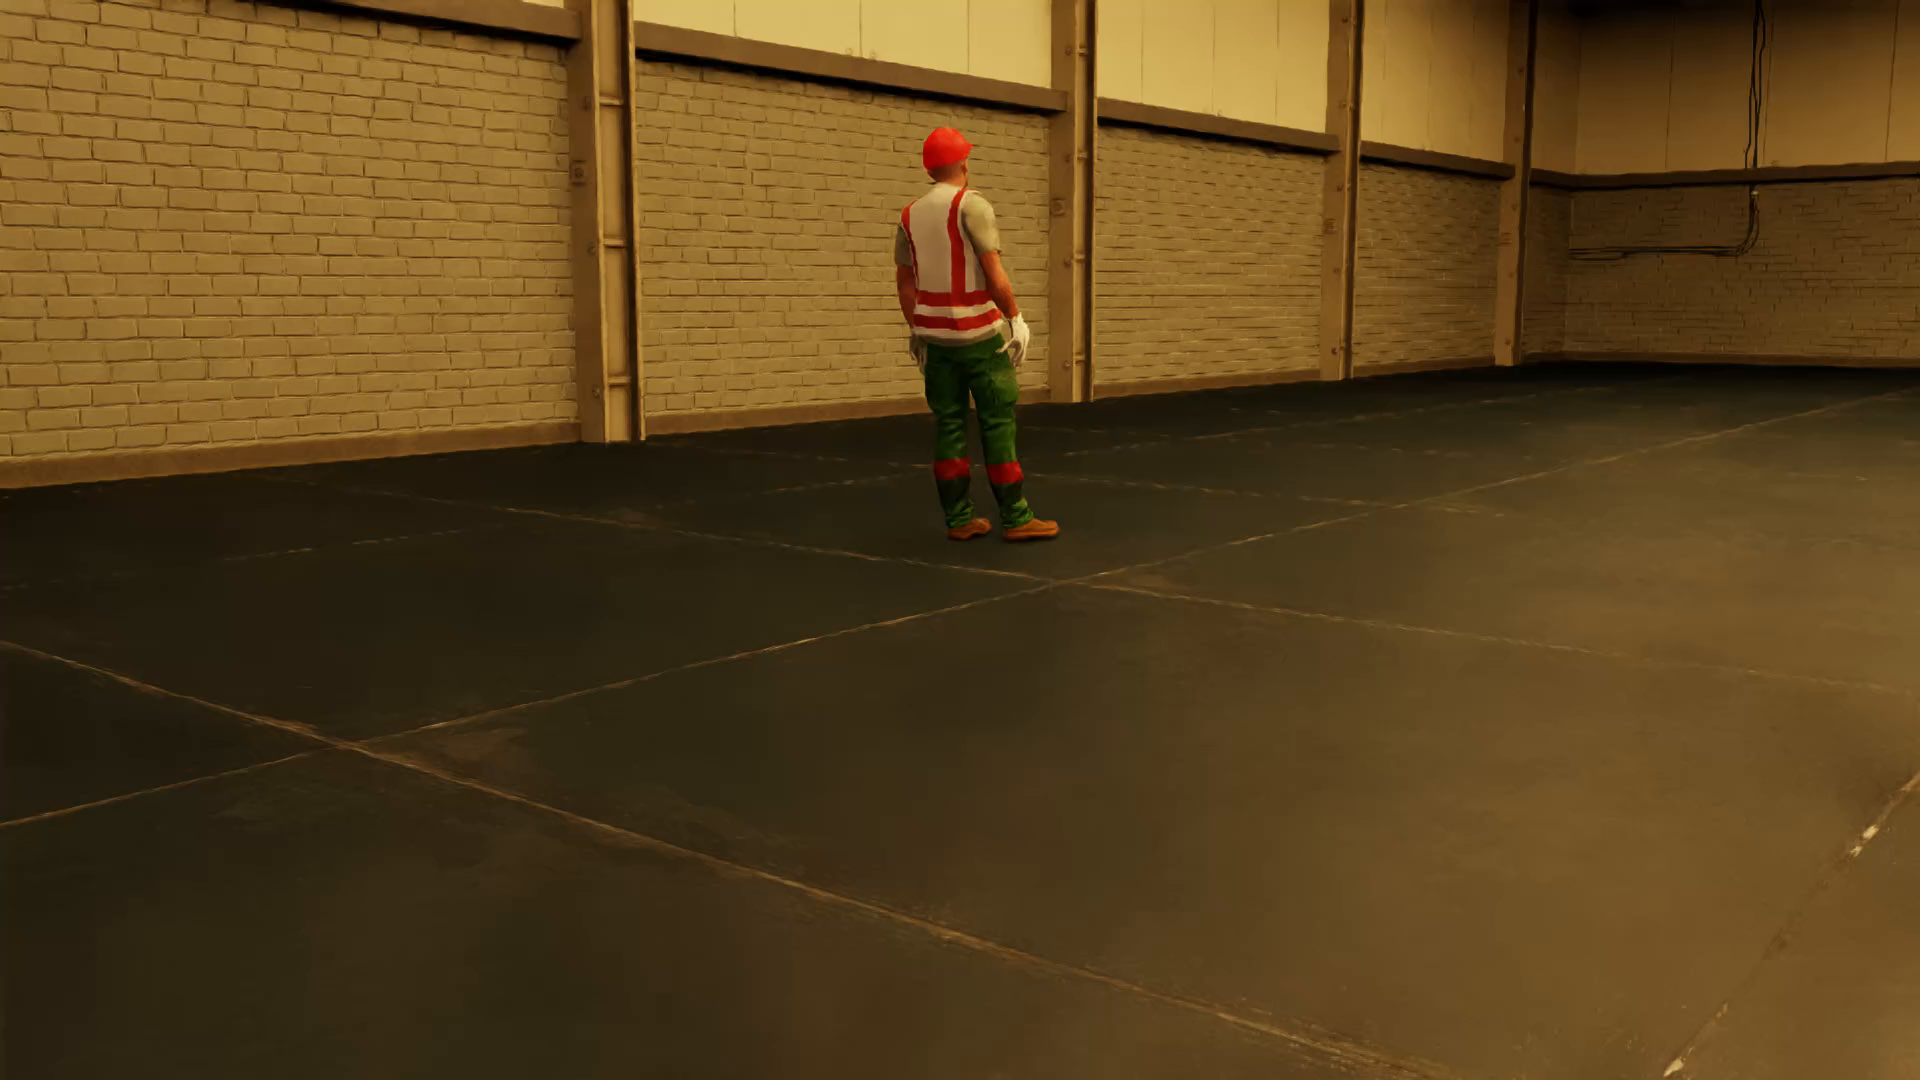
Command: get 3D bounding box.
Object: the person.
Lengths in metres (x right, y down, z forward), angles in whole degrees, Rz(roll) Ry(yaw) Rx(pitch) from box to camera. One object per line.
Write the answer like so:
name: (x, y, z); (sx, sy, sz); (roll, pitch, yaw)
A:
person: (0.059, -0.900, 7.329); (0.637, 1.787, 0.563); (7, 11, 38)
